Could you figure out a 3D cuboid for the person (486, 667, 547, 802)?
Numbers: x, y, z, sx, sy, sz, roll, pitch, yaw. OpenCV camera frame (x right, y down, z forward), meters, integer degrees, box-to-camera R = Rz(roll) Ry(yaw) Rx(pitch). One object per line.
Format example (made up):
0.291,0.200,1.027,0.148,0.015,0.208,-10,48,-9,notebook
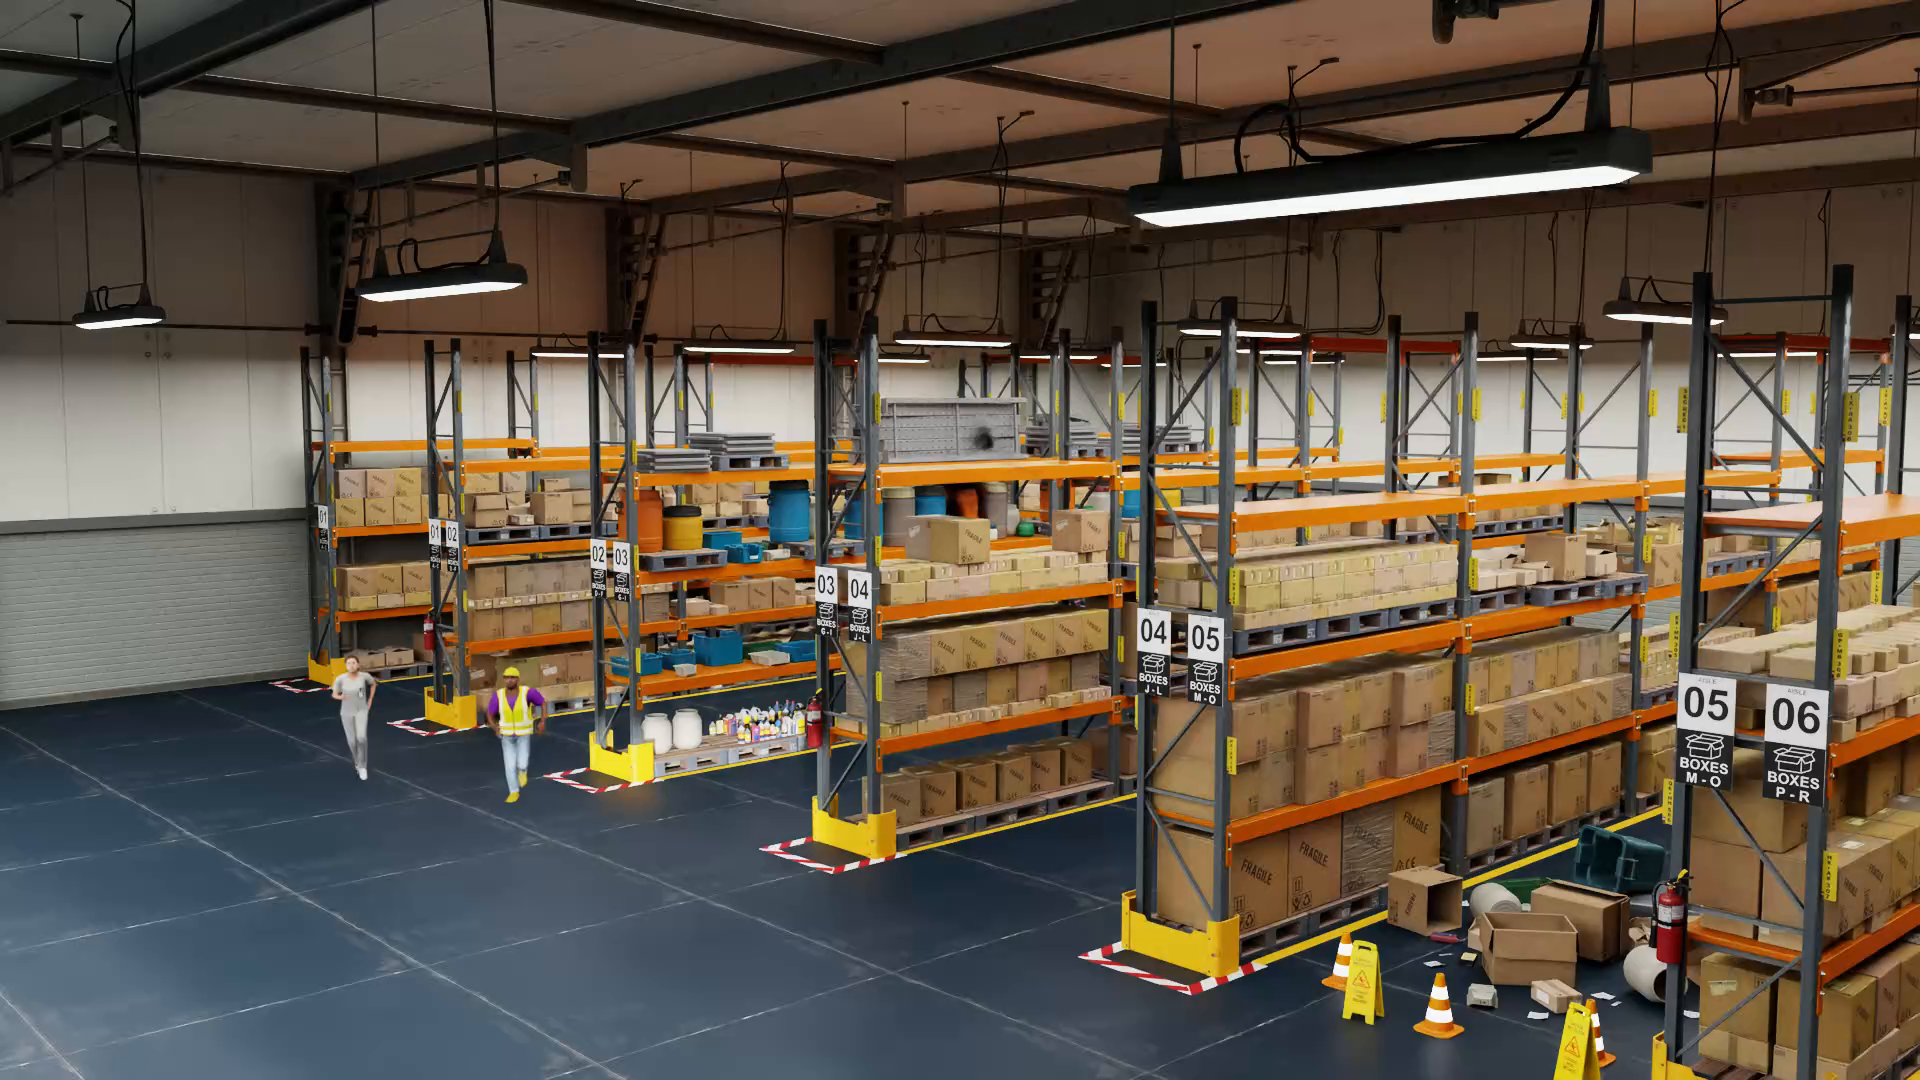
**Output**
-5.619,2.461,21.066,0.739,1.724,0.647,-1,5,-7,person

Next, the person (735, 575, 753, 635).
-4.156,1.486,32.333,0.774,1.695,0.620,-5,7,-43,person

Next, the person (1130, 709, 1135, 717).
2.922,1.778,25.114,0.841,1.745,0.645,-5,7,-42,person

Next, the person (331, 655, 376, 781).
-8.164,2.374,22.426,0.548,1.688,0.772,-1,5,-13,person
